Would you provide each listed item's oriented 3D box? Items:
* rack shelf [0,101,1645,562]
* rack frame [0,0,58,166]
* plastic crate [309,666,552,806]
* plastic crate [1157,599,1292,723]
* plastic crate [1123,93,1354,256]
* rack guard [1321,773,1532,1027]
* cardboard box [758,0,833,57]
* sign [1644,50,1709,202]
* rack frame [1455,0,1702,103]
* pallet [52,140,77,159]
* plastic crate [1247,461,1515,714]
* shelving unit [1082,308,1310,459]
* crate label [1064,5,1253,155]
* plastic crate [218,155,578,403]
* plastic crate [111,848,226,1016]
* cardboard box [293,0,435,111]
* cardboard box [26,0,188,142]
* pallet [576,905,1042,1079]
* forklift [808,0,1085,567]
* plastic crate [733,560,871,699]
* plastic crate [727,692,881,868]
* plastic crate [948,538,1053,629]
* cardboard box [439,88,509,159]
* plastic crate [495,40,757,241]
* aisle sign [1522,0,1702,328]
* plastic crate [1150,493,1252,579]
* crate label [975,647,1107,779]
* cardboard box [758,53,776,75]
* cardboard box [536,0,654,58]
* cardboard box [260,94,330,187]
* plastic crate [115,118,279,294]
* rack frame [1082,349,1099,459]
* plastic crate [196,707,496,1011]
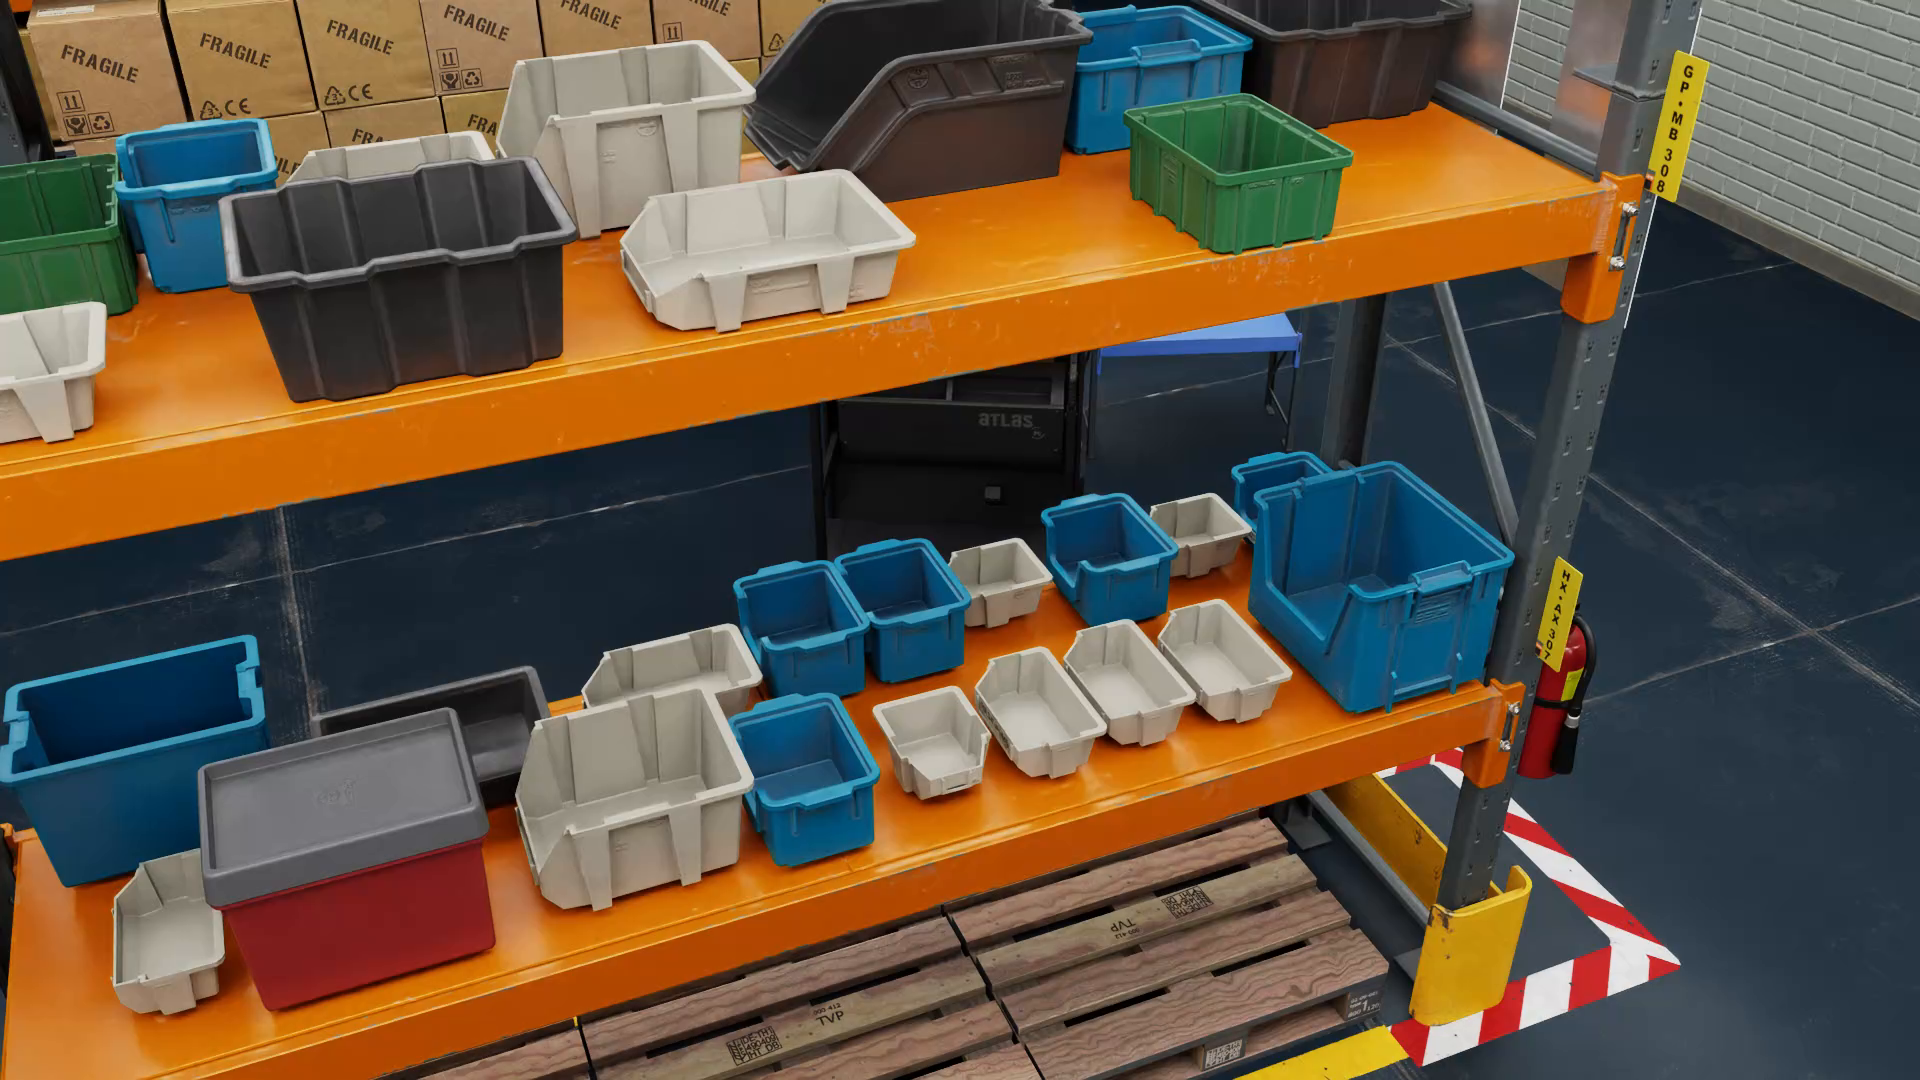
[{"bbox_3d":[-0.441,-0.534,3.729,4.000,0.370,1.077,-13,35,-19],"label":"rack shelf"},{"bbox_3d":[-4.199,-1.647,7.531,0.127,3.000,1.000,-13,35,-19],"label":"rack frame"},{"bbox_3d":[-1.357,0.563,4.331,0.590,0.125,0.437,-13,35,-19],"label":"plastic crate"},{"bbox_3d":[0.721,0.348,4.651,0.243,0.136,0.396,-13,35,-19],"label":"plastic crate"},{"bbox_3d":[0.604,-0.817,3.699,0.336,0.188,0.450,-13,35,-19],"label":"plastic crate"},{"bbox_3d":[1.420,1.036,5.699,0.348,0.500,1.175,-13,35,-19],"label":"rack guard"},{"bbox_3d":[-0.815,-2.721,8.172,0.500,0.500,0.500,-13,35,-19],"label":"cardboard box"},{"bbox_3d":[1.631,-0.940,3.790,0.005,0.325,0.100,-13,35,-19],"label":"sign"},{"bbox_3d":[1.403,-2.515,3.364,0.127,3.000,1.000,-13,35,-19],"label":"rack frame"},{"bbox_3d":[-6.802,-2.768,11.810,1.213,0.211,1.003,-13,35,-19],"label":"pallet"},{"bbox_3d":[1.167,0.124,4.721,0.499,0.435,0.616,-13,35,-19],"label":"plastic crate"},{"bbox_3d":[1.147,-1.194,8.209,1.048,1.500,0.538,-2,33,-4],"label":"shelving unit"},{"bbox_3d":[0.427,-1.163,4.173,0.502,0.251,0.408,-13,35,-19],"label":"crate label"},{"bbox_3d":[-1.033,-0.483,3.111,0.590,0.269,0.497,-13,35,-19],"label":"plastic crate"},{"bbox_3d":[-1.801,0.903,3.798,0.243,0.136,0.396,-13,35,-19],"label":"plastic crate"},{"bbox_3d":[-2.706,-2.284,7.501,0.500,0.500,0.500,-14,36,-20],"label":"cardboard box"},{"bbox_3d":[-3.656,-2.066,7.167,0.500,0.500,0.500,-12,35,-18],"label":"cardboard box"},{"bbox_3d":[-0.495,1.579,5.130,1.213,0.211,1.003,-13,35,-19],"label":"pallet"},{"bbox_3d":[-0.049,-0.888,6.427,1.130,2.935,3.031,2,33,4],"label":"forklift"},{"bbox_3d":[-0.443,0.273,4.679,0.300,0.233,0.416,-13,35,-19],"label":"plastic crate"},{"bbox_3d":[-0.391,0.607,4.165,0.300,0.233,0.416,-13,35,-19],"label":"plastic crate"},{"bbox_3d":[0.095,0.141,4.970,0.298,0.136,0.250,-13,35,-19],"label":"plastic crate"},{"bbox_3d":[-2.222,-1.982,7.954,0.500,0.500,0.500,-13,35,-20],"label":"cardboard box"},{"bbox_3d":[-0.760,-0.895,3.734,0.530,0.282,0.437,-13,35,-19],"label":"plastic crate"},{"bbox_3d":[1.583,-0.958,4.088,0.004,0.787,0.394,-13,35,-19],"label":"aisle sign"},{"bbox_3d":[0.720,-0.002,5.190,0.298,0.136,0.250,-13,35,-19],"label":"plastic crate"},{"bbox_3d":[0.201,0.473,4.459,0.243,0.136,0.396,-13,35,-19],"label":"crate label"},{"bbox_3d":[-0.819,-2.302,8.446,0.500,0.500,0.500,-12,35,-17],"label":"cardboard box"},{"bbox_3d":[-1.757,-2.502,7.836,0.500,0.500,0.500,-12,35,-18],"label":"cardboard box"},{"bbox_3d":[-3.153,-1.769,7.627,0.500,0.500,0.500,-12,35,-18],"label":"cardboard box"},{"bbox_3d":[-1.569,-0.696,3.472,0.300,0.233,0.416,-13,35,-19],"label":"plastic crate"},{"bbox_3d":[0.640,-1.173,8.178,0.032,1.500,0.500,-2,33,-4],"label":"rack frame"},{"bbox_3d":[-1.365,0.730,3.764,0.583,0.464,0.402,-13,35,-19],"label":"plastic crate"}]
